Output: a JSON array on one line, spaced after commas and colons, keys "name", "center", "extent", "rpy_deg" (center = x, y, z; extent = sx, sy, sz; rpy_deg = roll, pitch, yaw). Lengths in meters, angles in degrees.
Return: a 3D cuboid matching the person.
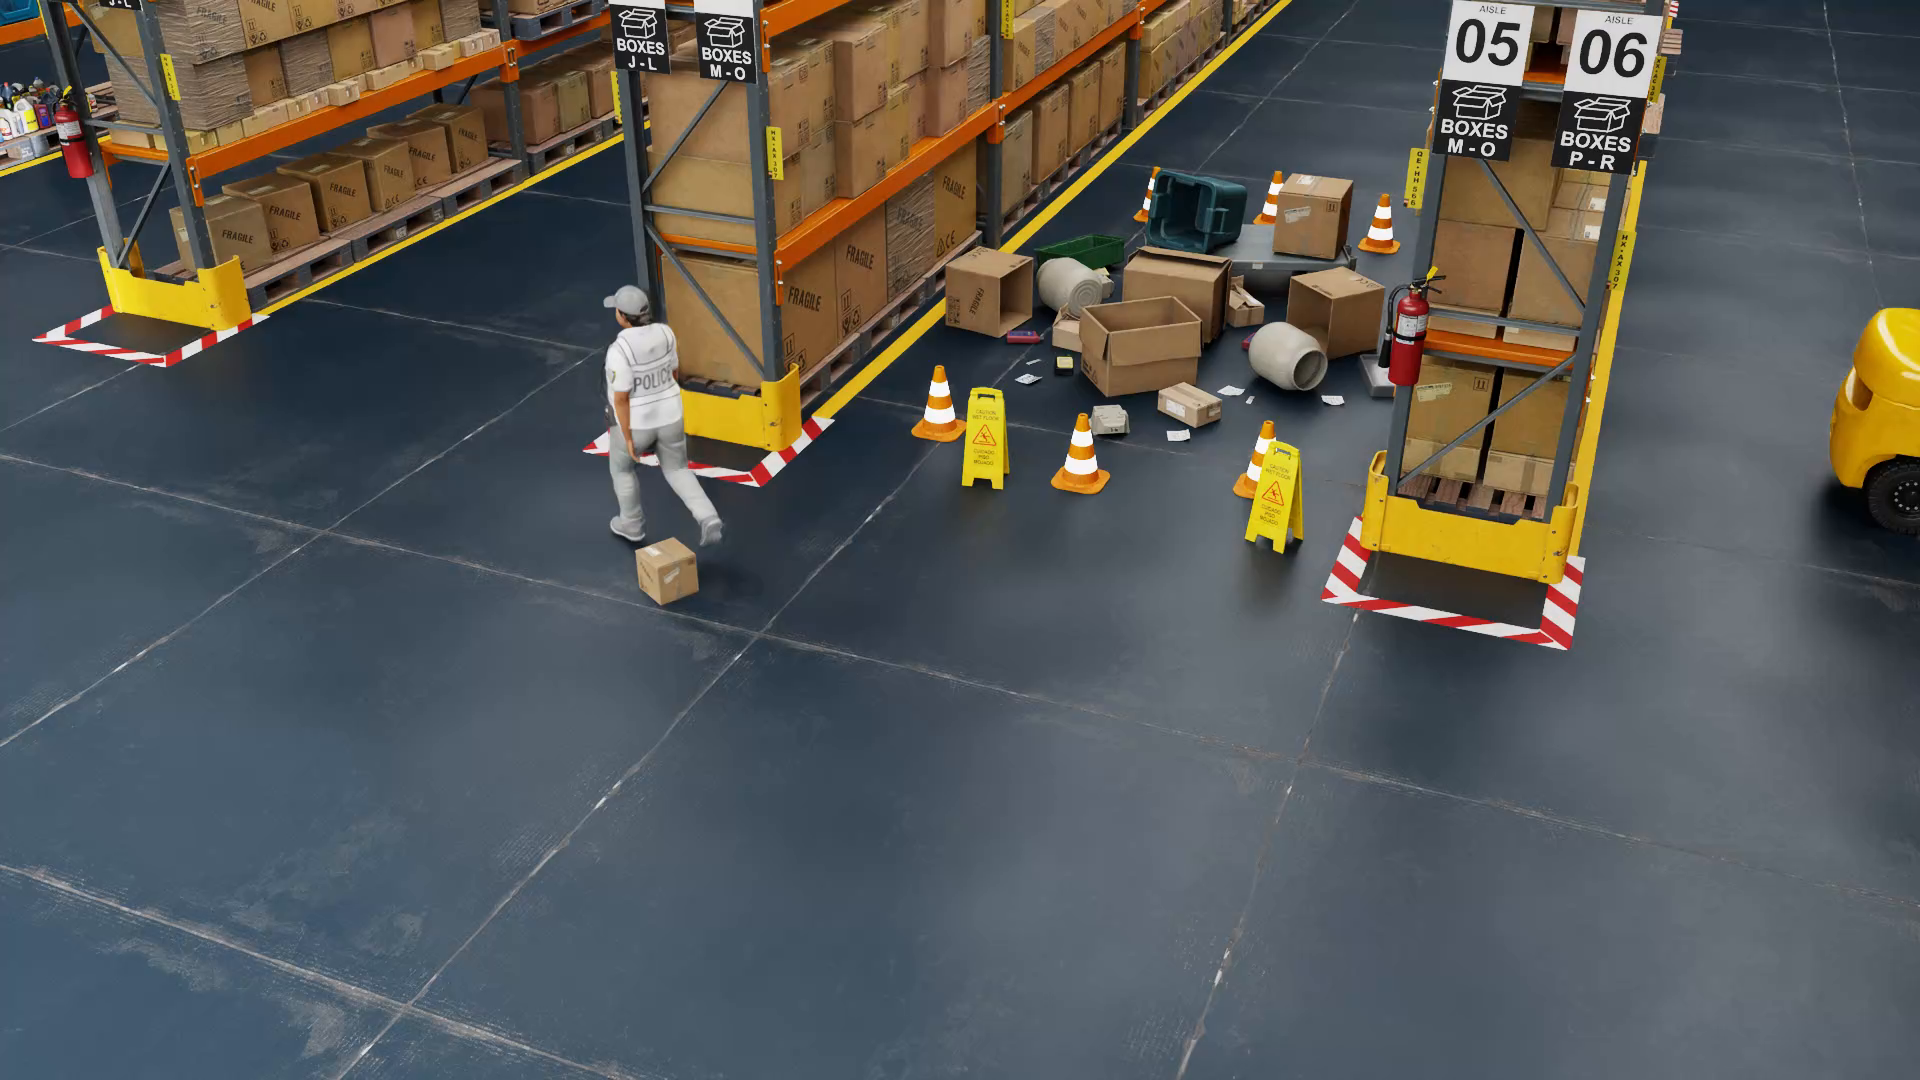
[{"name": "person", "center": [-1.769, -0.674, 9.540], "extent": [0.481, 1.622, 0.849], "rpy_deg": [-23, 37, -35]}]
